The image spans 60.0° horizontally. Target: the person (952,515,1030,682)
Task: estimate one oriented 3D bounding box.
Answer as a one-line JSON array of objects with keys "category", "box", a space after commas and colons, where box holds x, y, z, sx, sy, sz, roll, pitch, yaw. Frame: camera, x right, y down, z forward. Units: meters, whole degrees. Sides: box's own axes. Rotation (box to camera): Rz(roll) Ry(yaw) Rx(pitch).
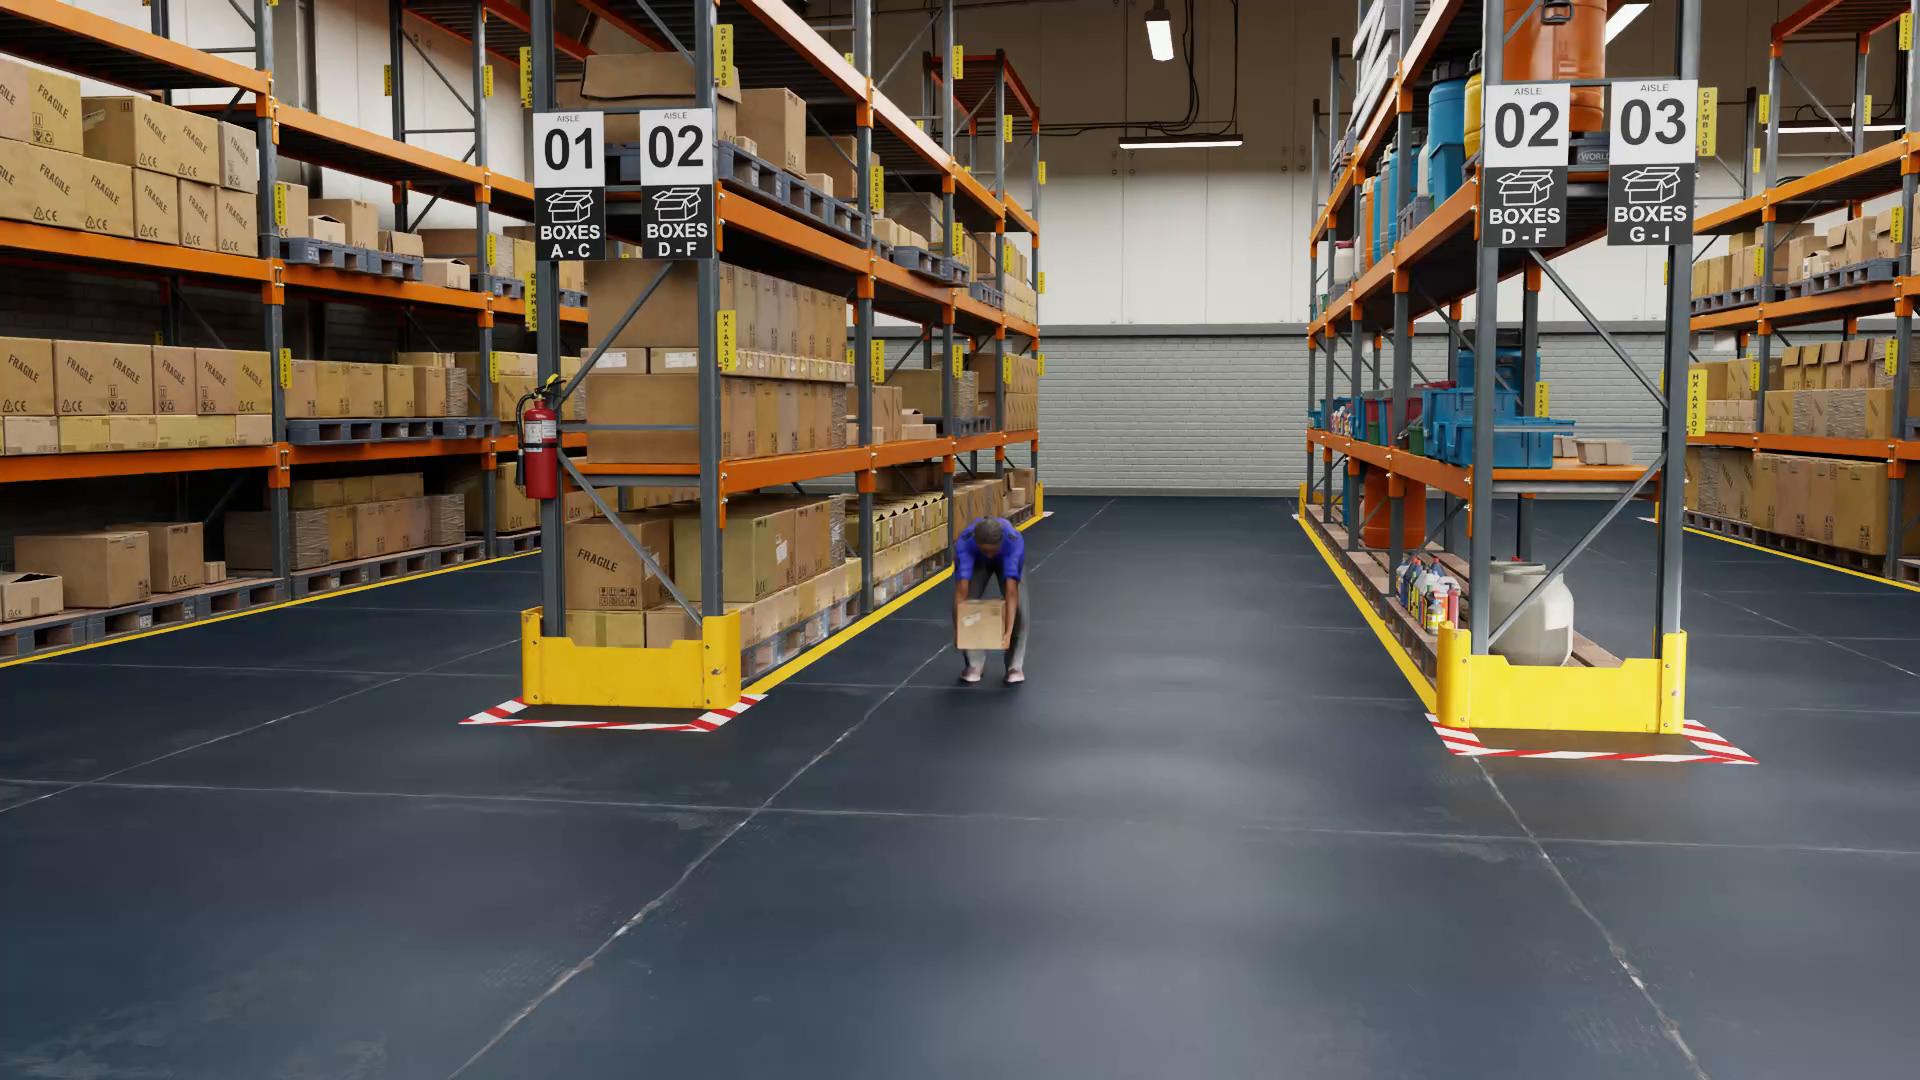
[{"category": "person", "box": [0.180, 0.343, 9.726, 0.461, 1.012, 0.861, 0, 5, 6]}]
